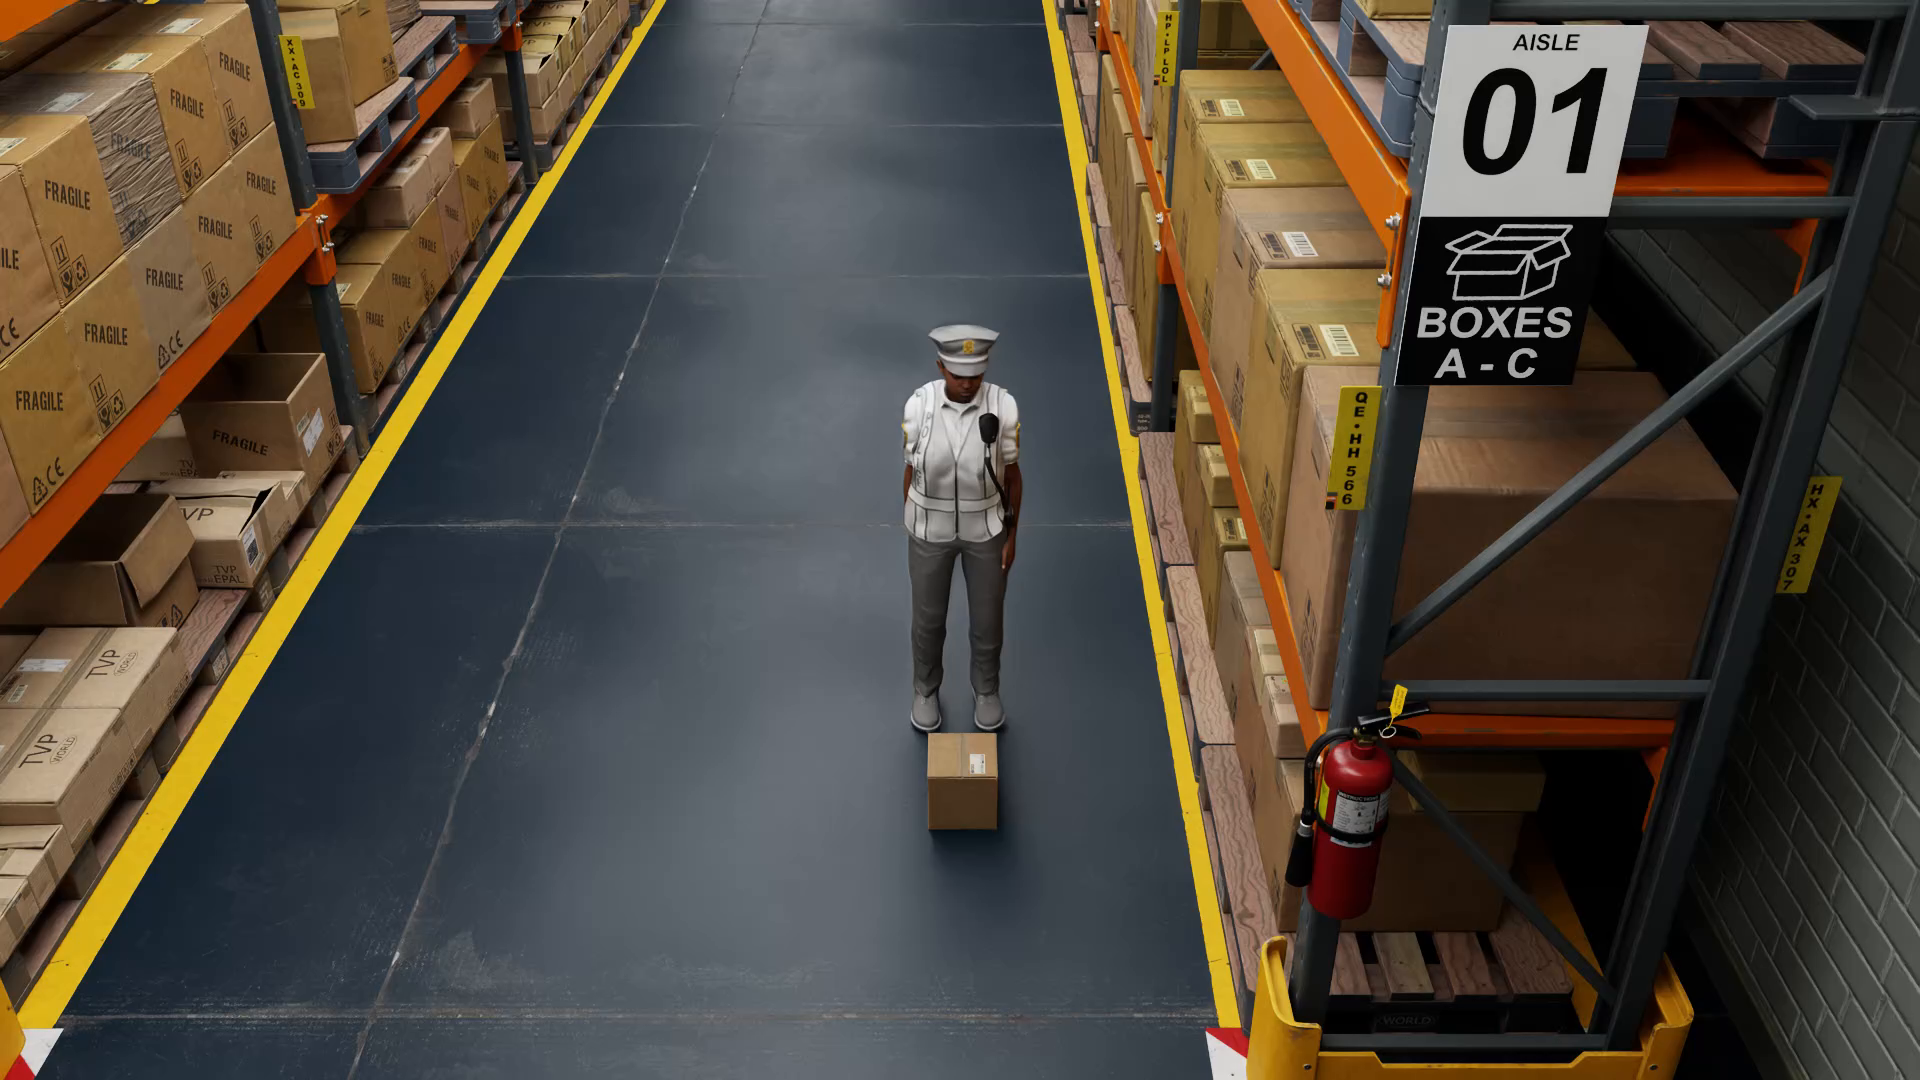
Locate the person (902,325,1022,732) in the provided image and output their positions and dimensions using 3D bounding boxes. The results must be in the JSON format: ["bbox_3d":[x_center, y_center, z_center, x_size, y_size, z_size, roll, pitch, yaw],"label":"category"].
[{"bbox_3d":[0.009,-0.024,6.172,0.437,1.669,0.341,0,32,0],"label":"person"}]
